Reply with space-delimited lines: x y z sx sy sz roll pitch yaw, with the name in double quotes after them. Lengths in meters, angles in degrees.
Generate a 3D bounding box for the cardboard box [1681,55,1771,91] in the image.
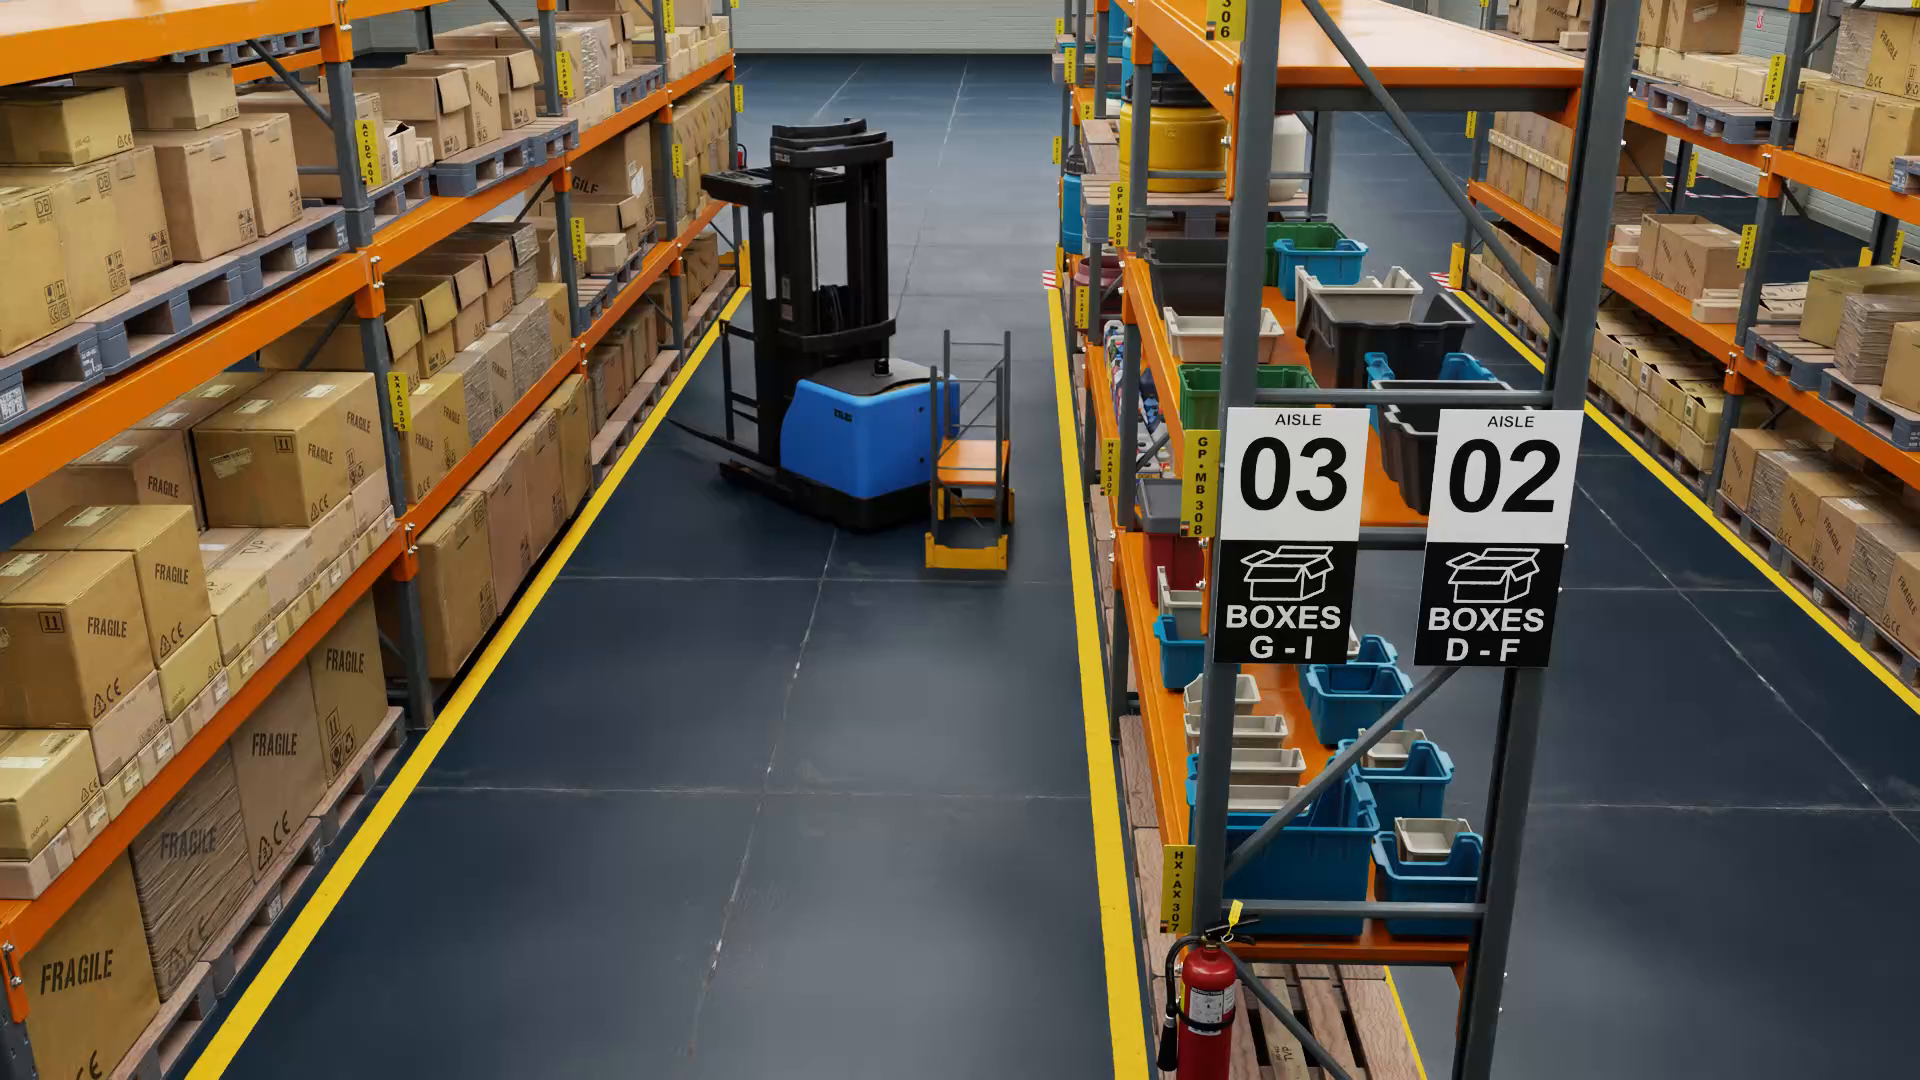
6.439 -3.928 13.985 0.500 0.250 0.500 -1 21 -3 "cardboard box"

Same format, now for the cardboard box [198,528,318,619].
-3.366 0.154 7.782 0.500 0.250 0.500 1 21 3 "cardboard box"

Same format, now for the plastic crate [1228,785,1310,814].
1.087 0.987 6.120 0.396 0.136 0.243 1 21 2 "plastic crate"

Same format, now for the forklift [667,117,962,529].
-1.339 -1.905 13.386 1.130 2.935 3.031 -18 27 -38 "forklift"

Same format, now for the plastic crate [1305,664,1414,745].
1.619 0.677 6.785 0.416 0.233 0.300 1 21 2 "plastic crate"

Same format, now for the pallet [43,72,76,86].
-8.276 -4.273 15.512 0.805 0.209 1.217 0 21 -1 "pallet"

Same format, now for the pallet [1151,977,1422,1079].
1.307 2.191 6.590 1.003 0.211 1.213 1 21 2 "pallet"

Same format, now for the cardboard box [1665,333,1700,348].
6.806 -1.751 15.341 0.500 0.311 0.500 1 21 1 "cardboard box"

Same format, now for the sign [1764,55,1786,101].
5.883 -3.333 12.002 0.100 0.325 0.005 1 21 2 "sign"

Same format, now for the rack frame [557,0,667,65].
-3.343 -6.001 15.556 1.000 3.000 0.127 1 21 2 "rack frame"

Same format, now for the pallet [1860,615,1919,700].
6.302 0.804 10.165 1.003 0.211 1.213 1 21 2 "pallet"

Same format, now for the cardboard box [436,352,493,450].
-3.292 -0.885 10.524 0.500 0.500 0.500 0 21 0 "cardboard box"

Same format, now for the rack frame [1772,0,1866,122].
6.437 -4.445 11.544 1.000 3.000 0.127 1 21 2 "rack frame"

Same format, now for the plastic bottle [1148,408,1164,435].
1.215 -0.636 10.088 0.144 0.351 0.185 1 21 2 "plastic bottle"

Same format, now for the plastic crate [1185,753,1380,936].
1.066 1.021 5.618 0.616 0.435 0.499 1 21 2 "plastic crate"

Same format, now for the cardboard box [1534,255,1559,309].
6.381 -2.708 17.546 0.500 0.500 0.500 1 21 2 "cardboard box"

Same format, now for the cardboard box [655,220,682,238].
-3.036 -3.162 16.878 0.380 0.149 0.250 1 21 2 "cardboard box"

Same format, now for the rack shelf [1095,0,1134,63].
1.425 -3.255 10.026 1.077 0.370 4.000 1 21 2 "rack shelf"

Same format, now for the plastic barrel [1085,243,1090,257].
1.337 -2.604 14.907 0.433 0.535 0.433 0 21 0 "plastic barrel"

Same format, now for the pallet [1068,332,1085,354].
1.670 -2.092 17.629 1.003 0.211 1.213 1 21 2 "pallet"

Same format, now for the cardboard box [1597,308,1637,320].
6.297 -2.123 16.298 0.500 0.311 0.500 1 21 2 "cardboard box"

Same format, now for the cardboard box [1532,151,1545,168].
6.398 -4.099 17.911 0.380 0.149 0.250 1 21 3 "cardboard box"

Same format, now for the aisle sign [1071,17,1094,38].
1.439 -5.837 19.833 0.394 0.787 0.004 1 21 2 "aisle sign"

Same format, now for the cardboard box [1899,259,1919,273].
11.521 -3.190 19.711 0.500 0.311 0.500 -2 21 -4 "cardboard box"

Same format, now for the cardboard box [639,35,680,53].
-3.055 -5.028 16.850 0.380 0.149 0.250 1 21 2 "cardboard box"

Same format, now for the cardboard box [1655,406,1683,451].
6.221 -0.941 14.028 0.500 0.250 0.500 0 21 1 "cardboard box"

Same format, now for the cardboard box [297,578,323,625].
-3.299 0.291 7.979 0.380 0.149 0.250 1 21 3 "cardboard box"

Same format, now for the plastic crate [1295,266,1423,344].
1.619 -0.952 6.853 0.437 0.282 0.530 1 21 2 "plastic crate"

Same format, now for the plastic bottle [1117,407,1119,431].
1.067 -0.800 10.719 0.097 0.201 0.097 0 21 0 "plastic bottle"

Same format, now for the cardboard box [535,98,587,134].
-3.196 -3.254 12.829 0.500 0.250 0.500 1 21 3 "cardboard box"

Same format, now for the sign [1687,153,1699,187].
7.101 -3.594 16.155 0.100 0.325 0.005 1 21 2 "sign"

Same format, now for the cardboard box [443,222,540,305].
-3.503 -2.008 12.033 0.797 0.503 0.637 1 21 3 "cardboard box"

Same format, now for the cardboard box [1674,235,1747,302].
6.472 -2.301 14.175 0.500 0.500 0.500 0 21 -1 "cardboard box"

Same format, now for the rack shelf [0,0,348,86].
-3.647 -1.864 6.440 1.077 0.370 4.000 1 21 2 "rack shelf"

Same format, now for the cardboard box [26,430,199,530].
-3.890 -0.194 7.641 0.500 0.500 0.500 0 21 0 "cardboard box"

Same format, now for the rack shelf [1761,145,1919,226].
6.376 -1.988 10.353 1.077 0.370 4.000 1 21 2 "rack shelf"

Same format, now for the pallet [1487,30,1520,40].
6.633 -5.642 18.899 1.003 0.211 1.213 1 21 2 "pallet"

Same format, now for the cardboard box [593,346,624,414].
-3.450 -1.446 14.957 0.700 0.500 0.500 2 21 6 "cardboard box"

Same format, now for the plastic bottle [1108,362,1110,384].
1.101 -1.201 11.752 0.097 0.201 0.097 0 21 0 "plastic bottle"

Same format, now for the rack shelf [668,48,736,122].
-3.282 -4.991 18.092 1.077 0.370 4.000 1 21 2 "rack shelf"

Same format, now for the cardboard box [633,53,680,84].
-3.073 -4.693 16.537 0.500 0.250 0.500 0 21 0 "cardboard box"

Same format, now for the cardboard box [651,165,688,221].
-3.267 -3.552 16.986 0.875 0.500 0.500 1 21 2 "cardboard box"

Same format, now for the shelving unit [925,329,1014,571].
0.086 -0.679 12.206 0.587 1.500 1.083 2 21 4 "shelving unit"

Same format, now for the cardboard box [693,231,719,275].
-3.257 -3.455 20.163 0.500 0.500 0.500 5 22 12 "cardboard box"

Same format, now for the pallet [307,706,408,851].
-3.688 1.262 8.984 1.003 0.211 1.213 1 21 2 "pallet"

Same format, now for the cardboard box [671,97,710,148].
-3.042 -4.558 18.198 0.500 0.500 0.500 1 21 2 "cardboard box"

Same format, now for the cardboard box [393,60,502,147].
-3.349 -2.865 10.899 0.500 0.500 0.500 2 21 5 "cardboard box"

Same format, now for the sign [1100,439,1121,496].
0.815 -0.393 9.013 0.100 0.325 0.005 1 21 2 "sign"

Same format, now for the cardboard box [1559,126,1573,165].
6.580 -4.089 16.988 0.700 0.500 0.500 1 21 1 "cardboard box"

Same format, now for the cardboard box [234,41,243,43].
-7.910 -5.408 17.801 0.380 0.149 0.250 1 21 2 "cardboard box"

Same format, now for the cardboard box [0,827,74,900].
-3.367 1.127 5.825 0.380 0.149 0.250 1 21 2 "cardboard box"

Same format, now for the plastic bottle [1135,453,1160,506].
1.053 -0.346 9.444 0.152 0.276 0.135 1 21 2 "plastic bottle"

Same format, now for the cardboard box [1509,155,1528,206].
6.621 -4.049 18.679 0.700 0.500 0.500 1 21 2 "cardboard box"

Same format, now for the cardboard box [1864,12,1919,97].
6.402 -3.217 11.006 0.500 0.500 0.500 1 21 2 "cardboard box"

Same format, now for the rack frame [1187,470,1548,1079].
1.243 1.189 5.318 1.000 3.000 0.127 1 21 2 "rack frame"

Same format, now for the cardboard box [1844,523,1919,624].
6.083 0.217 10.670 0.500 0.500 0.500 1 21 2 "cardboard box"

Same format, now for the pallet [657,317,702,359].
-3.358 -2.148 17.772 1.003 0.211 1.213 1 21 2 "pallet"
